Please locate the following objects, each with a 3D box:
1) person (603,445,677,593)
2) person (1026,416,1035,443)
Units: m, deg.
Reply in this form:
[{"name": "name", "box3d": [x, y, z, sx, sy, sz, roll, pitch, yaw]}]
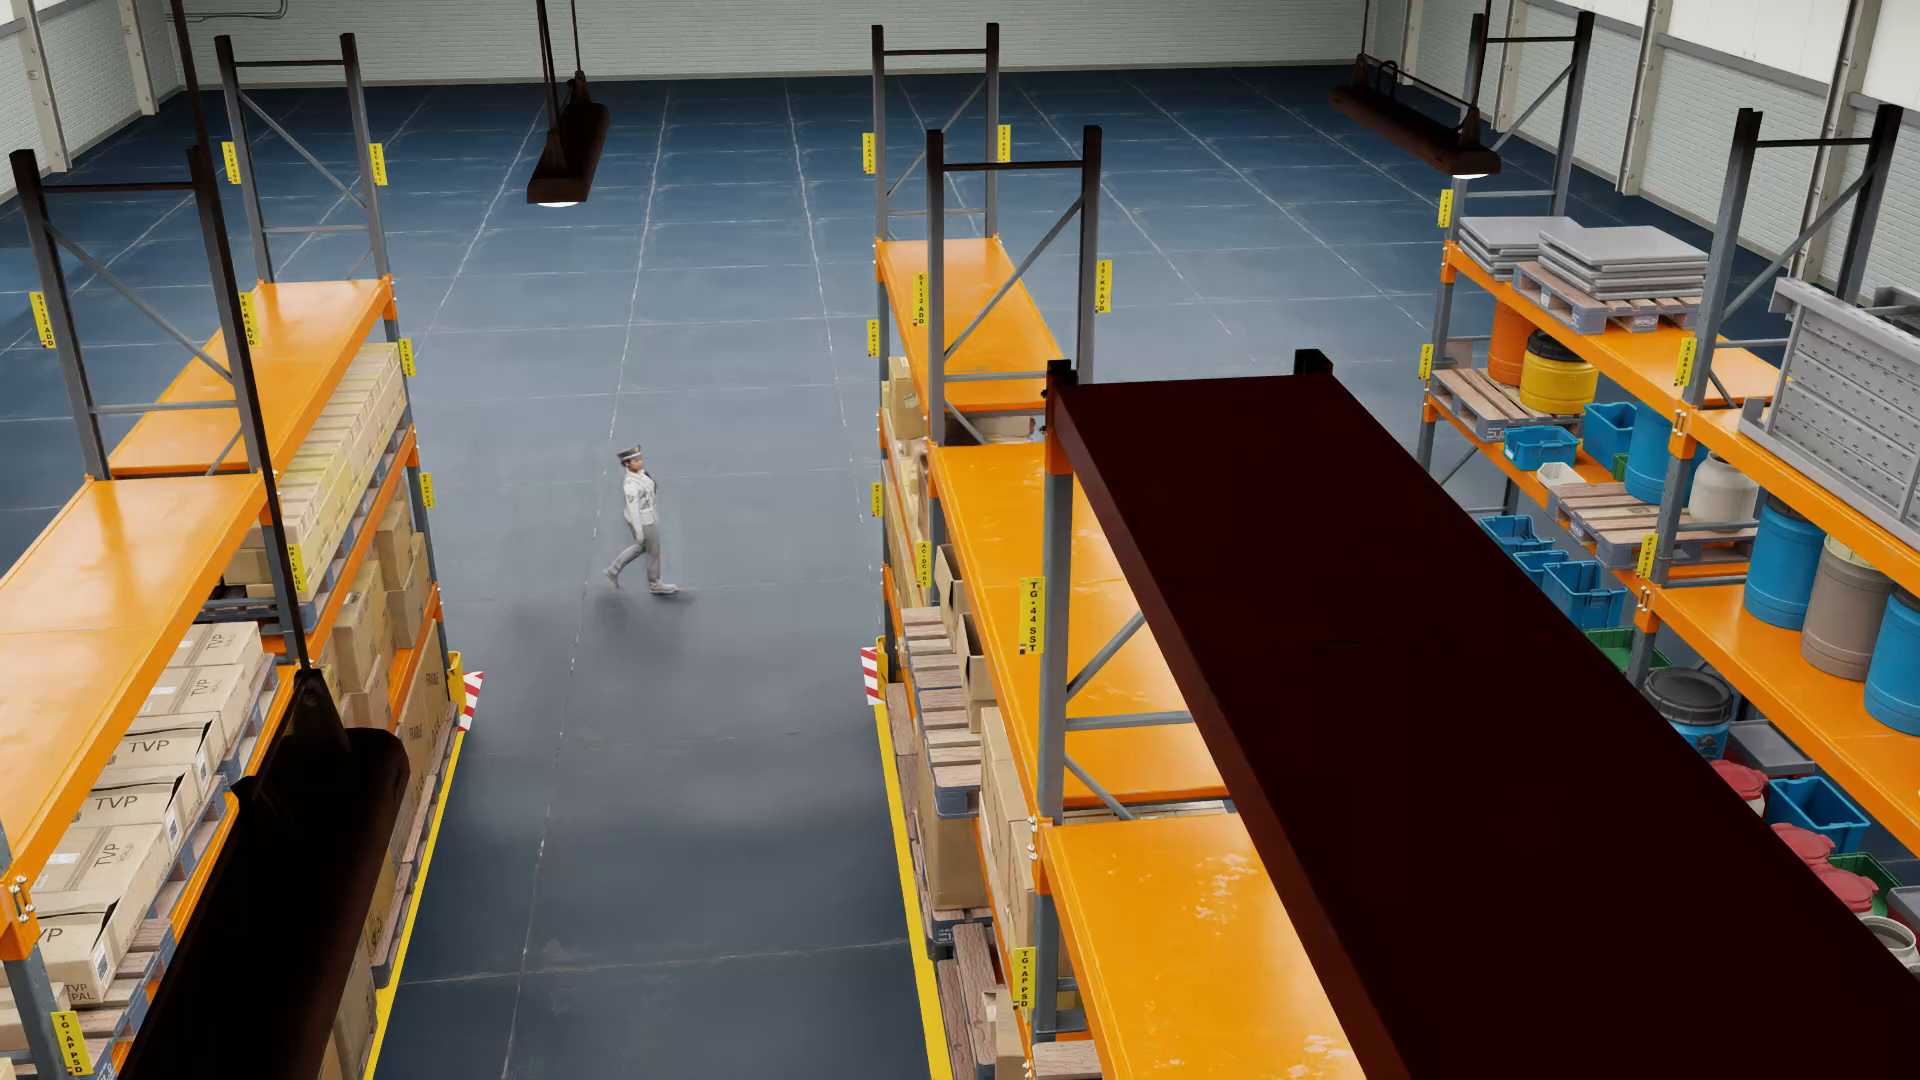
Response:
[{"name": "person", "box3d": [-3.306, -0.190, 16.956, 0.714, 1.685, 0.434, -14, 29, -26]}, {"name": "person", "box3d": [0.666, -0.601, 17.925, 0.352, 1.622, 0.456, -9, 27, -18]}]
